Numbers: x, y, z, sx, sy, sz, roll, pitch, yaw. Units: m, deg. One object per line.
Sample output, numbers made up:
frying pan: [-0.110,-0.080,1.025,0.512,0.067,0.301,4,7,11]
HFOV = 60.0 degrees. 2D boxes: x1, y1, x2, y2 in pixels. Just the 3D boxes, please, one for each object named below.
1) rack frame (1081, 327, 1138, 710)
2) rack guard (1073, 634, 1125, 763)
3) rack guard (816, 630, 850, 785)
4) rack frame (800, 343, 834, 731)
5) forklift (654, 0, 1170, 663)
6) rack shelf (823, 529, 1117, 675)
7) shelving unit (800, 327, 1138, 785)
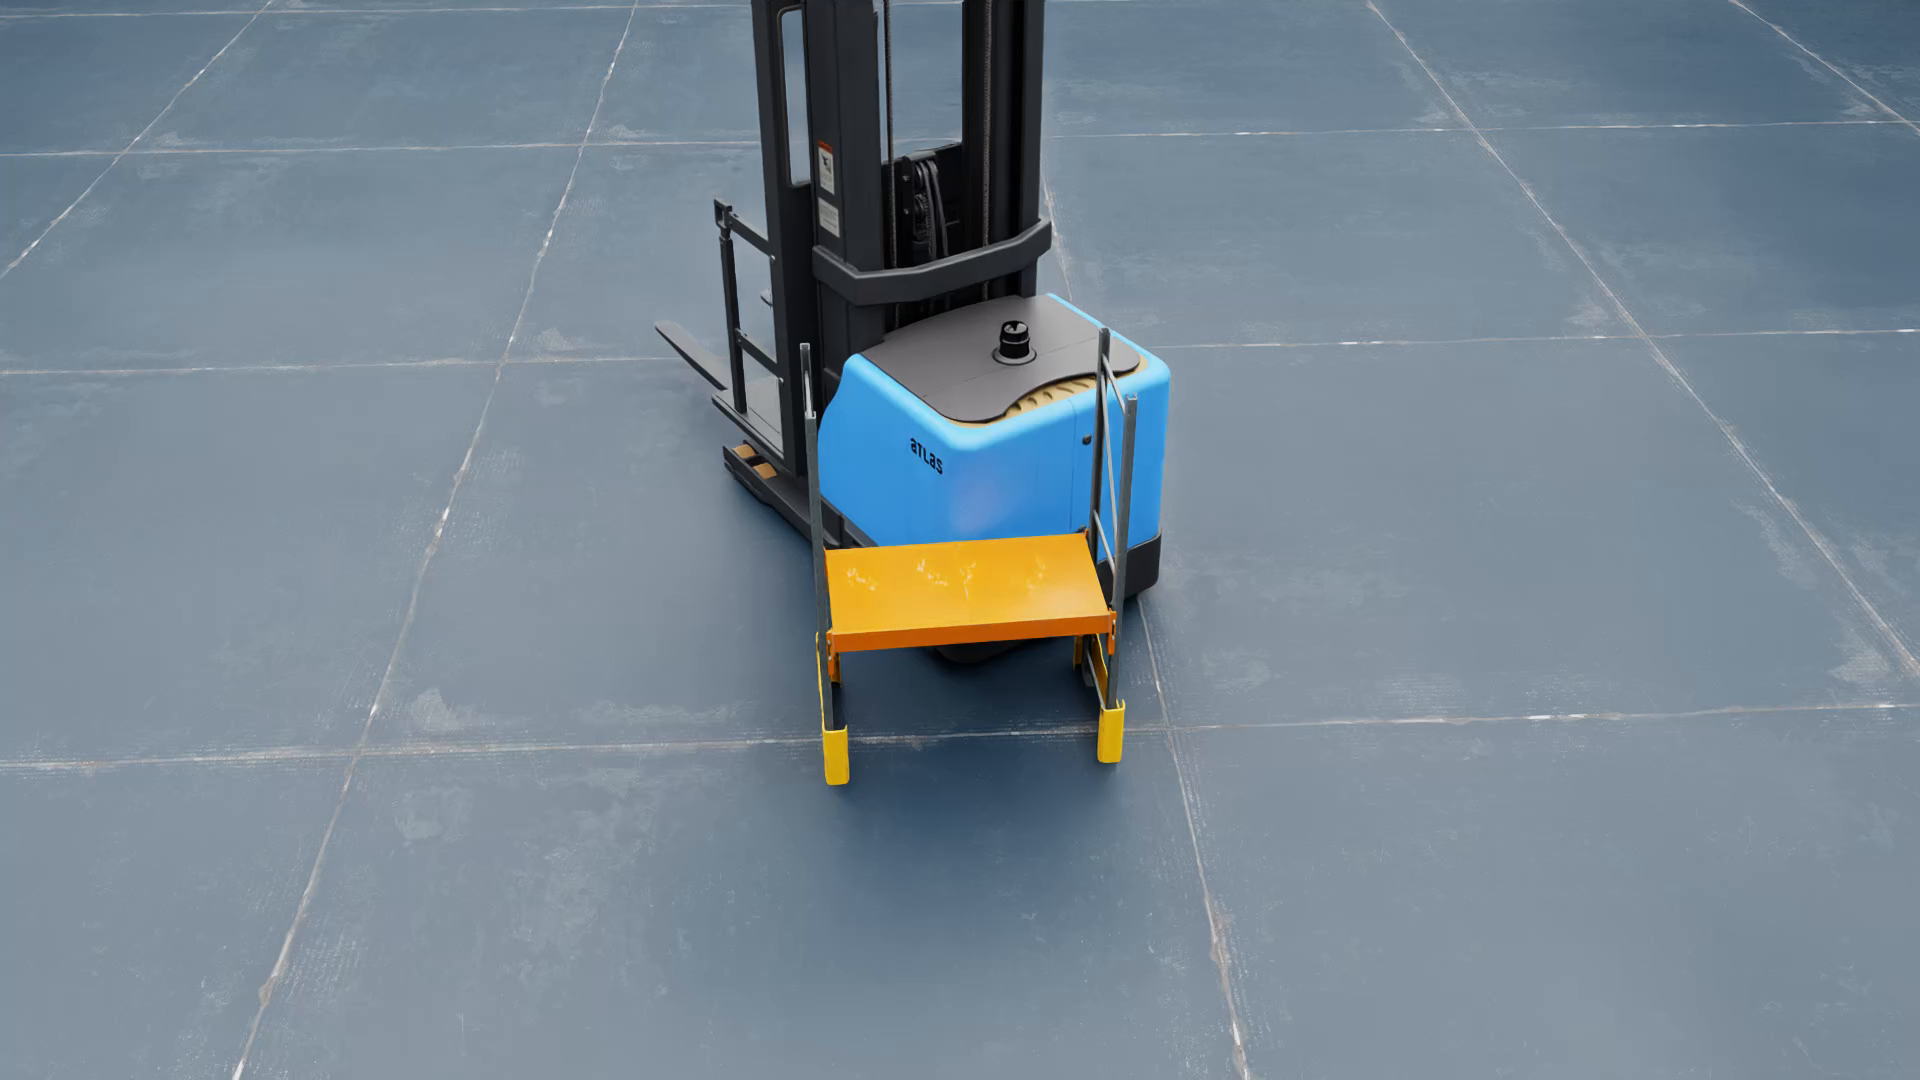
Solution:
rack frame: [0.519,0.032,5.886,0.032,1.500,0.500,-4,35,-5]
rack guard: [0.517,0.546,6.242,0.087,0.250,0.587,-4,35,-5]
rack guard: [-0.472,0.611,6.147,0.087,0.250,0.587,-4,35,-5]
rack frame: [-0.491,0.099,5.789,0.032,1.500,0.500,-4,35,-5]
forklift: [-0.425,-1.524,6.876,1.130,2.935,3.031,-21,40,-28]
rack shelf: [0.014,0.213,5.940,1.000,0.185,0.538,-4,35,-5]
shelving unit: [0.023,0.065,5.839,1.083,1.500,0.587,-4,35,-5]
